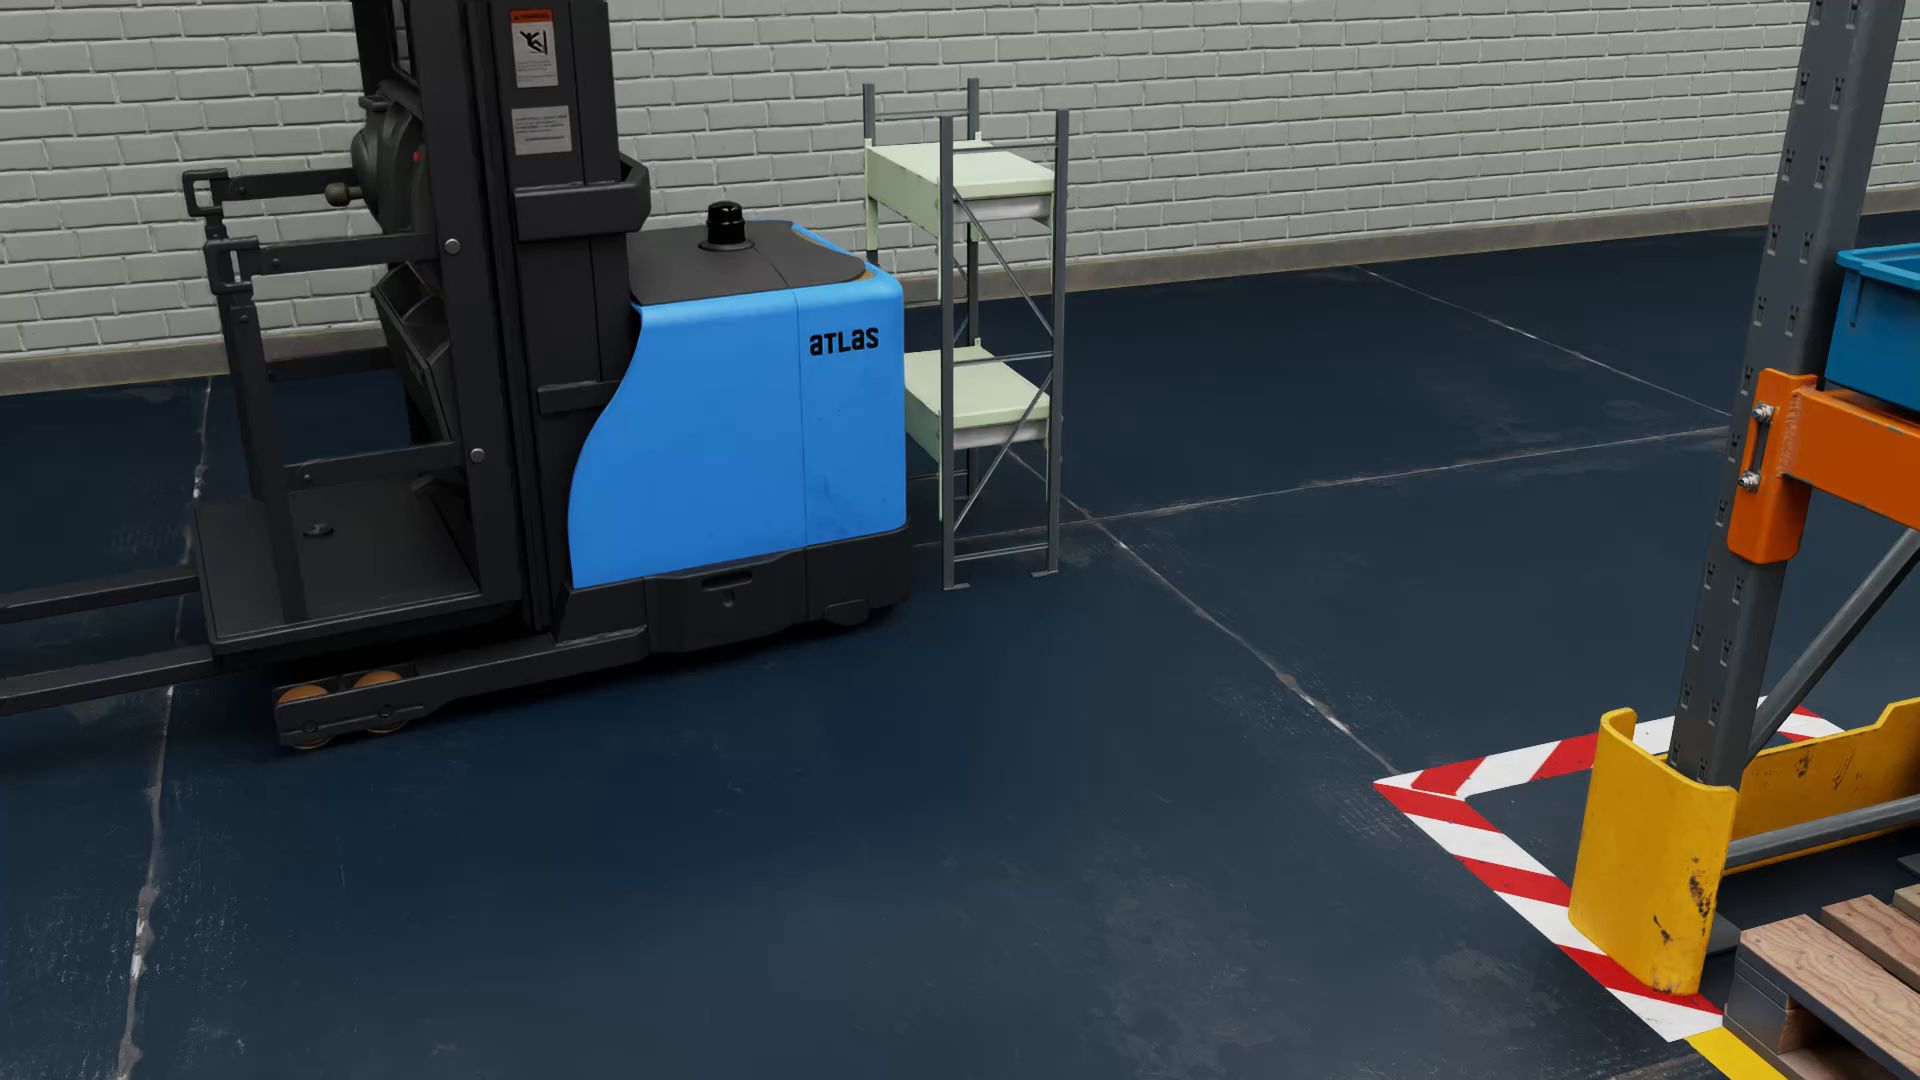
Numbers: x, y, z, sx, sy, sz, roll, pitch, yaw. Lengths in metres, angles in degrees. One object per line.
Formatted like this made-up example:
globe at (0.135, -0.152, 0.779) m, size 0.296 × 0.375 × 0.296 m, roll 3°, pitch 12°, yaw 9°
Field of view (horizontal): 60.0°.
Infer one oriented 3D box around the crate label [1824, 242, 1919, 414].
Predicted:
crate label at (1.754, -0.370, 2.905) m, size 0.416 × 0.233 × 0.303 m, roll -8°, pitch 24°, yaw -19°

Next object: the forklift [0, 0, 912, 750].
forklift at (-1.705, -1.027, 4.414) m, size 3.031 × 2.935 × 1.130 m, roll -11°, pitch 25°, yaw -24°

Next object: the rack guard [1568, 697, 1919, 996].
rack guard at (1.954, 0.590, 3.706) m, size 1.175 × 0.500 × 0.348 m, roll -8°, pitch 24°, yaw -19°

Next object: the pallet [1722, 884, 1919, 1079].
pallet at (2.230, 1.035, 3.022) m, size 1.003 × 0.211 × 1.213 m, roll -8°, pitch 24°, yaw -19°

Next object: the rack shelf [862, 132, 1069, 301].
rack shelf at (0.002, -1.048, 5.301) m, size 0.431 × 0.370 × 0.720 m, roll -8°, pitch 24°, yaw -19°

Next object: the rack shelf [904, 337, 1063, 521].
rack shelf at (0.002, -0.388, 5.580) m, size 0.431 × 0.370 × 0.720 m, roll -8°, pitch 24°, yaw -19°

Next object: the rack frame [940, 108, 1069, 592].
rack frame at (0.132, -0.556, 5.137) m, size 0.400 × 1.500 × 0.023 m, roll -8°, pitch 24°, yaw -19°

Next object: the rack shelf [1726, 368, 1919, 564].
rack shelf at (2.681, 0.504, 1.619) m, size 1.077 × 0.370 × 4.000 m, roll -8°, pitch 24°, yaw -19°

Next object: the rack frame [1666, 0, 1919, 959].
rack frame at (1.974, -0.555, 3.204) m, size 1.000 × 3.000 × 0.127 m, roll -8°, pitch 24°, yaw -19°

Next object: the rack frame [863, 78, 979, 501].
rack frame at (-0.127, -0.822, 5.768) m, size 0.400 × 1.500 × 0.023 m, roll -8°, pitch 24°, yaw -19°

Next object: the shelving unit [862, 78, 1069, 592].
shelving unit at (0.002, -0.689, 5.453) m, size 0.431 × 1.500 × 0.755 m, roll -8°, pitch 24°, yaw -19°
